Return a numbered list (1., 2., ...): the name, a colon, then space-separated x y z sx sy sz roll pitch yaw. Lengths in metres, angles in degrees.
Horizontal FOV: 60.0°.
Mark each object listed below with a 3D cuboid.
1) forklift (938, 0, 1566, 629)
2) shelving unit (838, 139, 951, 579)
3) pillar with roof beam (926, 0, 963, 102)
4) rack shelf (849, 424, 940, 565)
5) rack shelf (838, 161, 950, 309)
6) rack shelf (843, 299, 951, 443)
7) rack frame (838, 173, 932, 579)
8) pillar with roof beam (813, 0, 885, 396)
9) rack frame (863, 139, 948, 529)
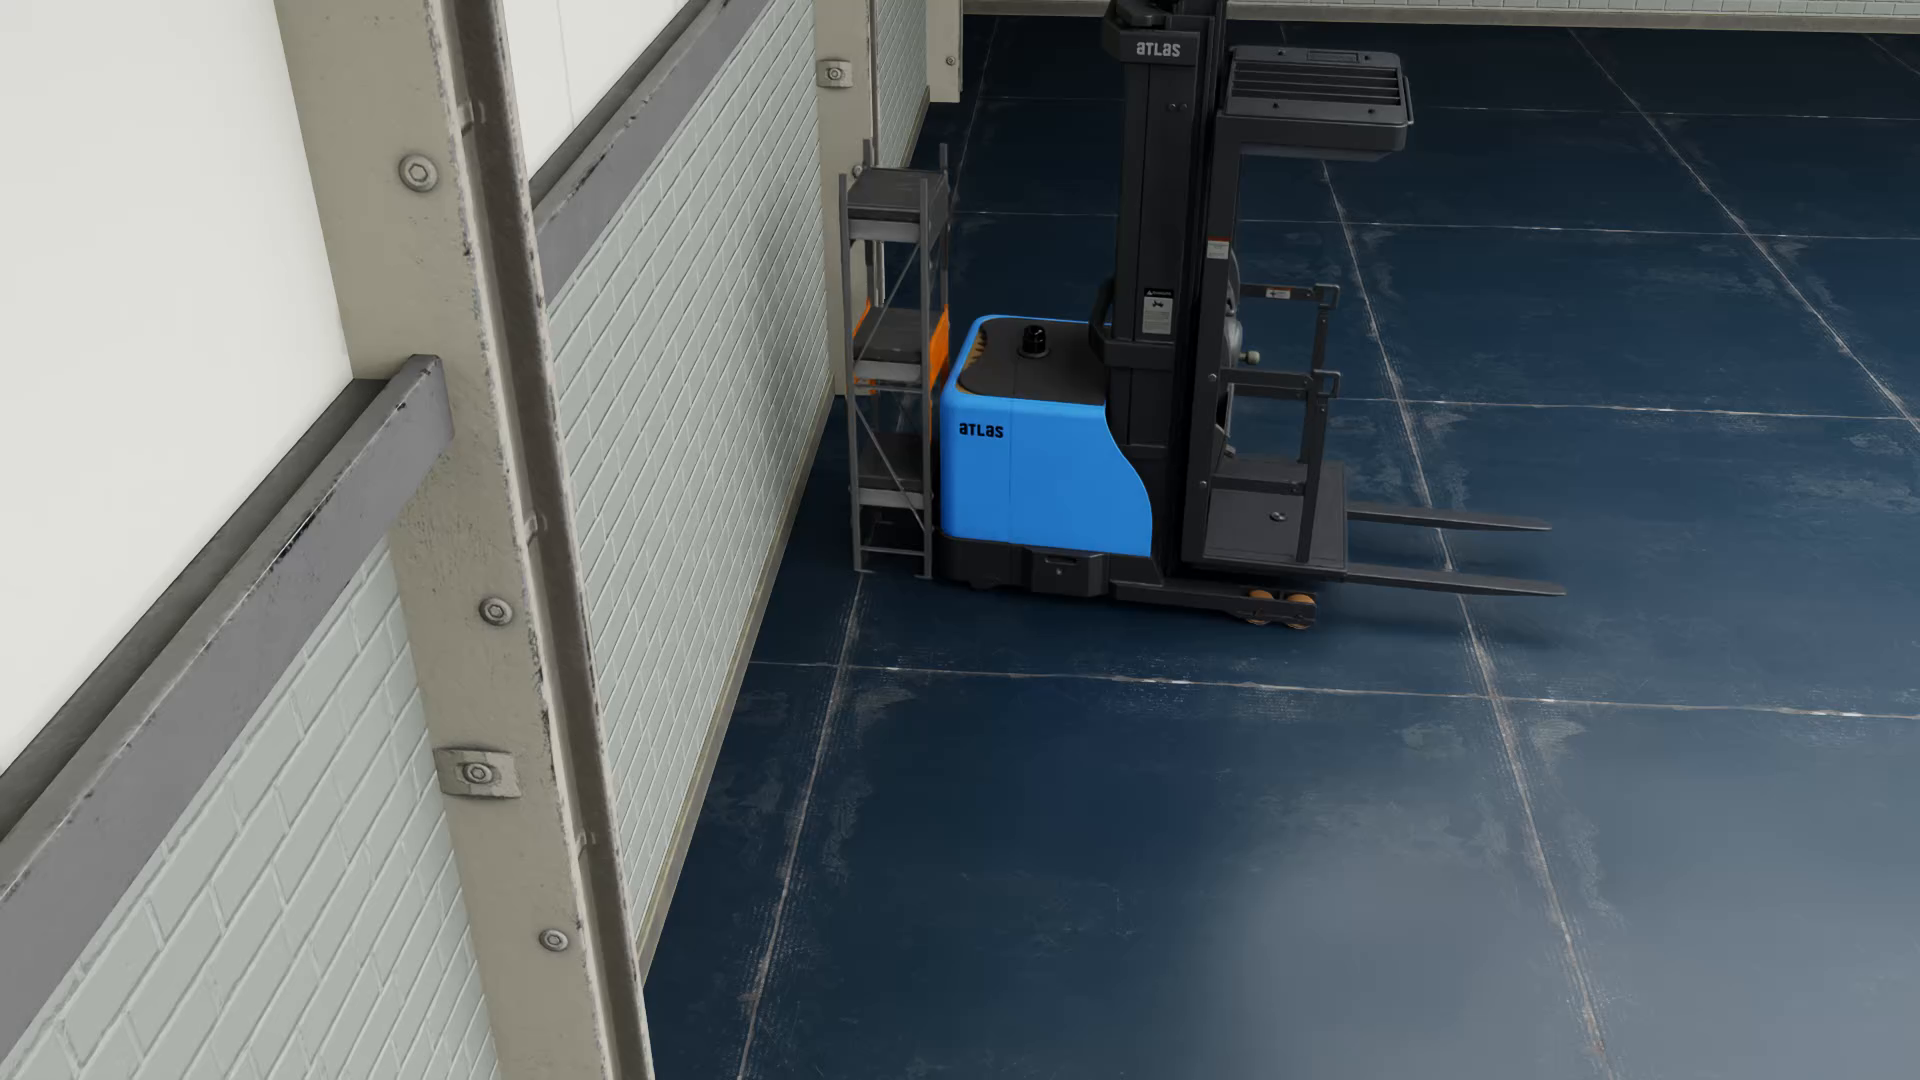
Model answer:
1. forklift: 1.459 -1.121 7.775 3.031 2.935 1.130 6 32 9
2. shelving unit: -0.300 -0.842 8.116 0.431 2.100 0.503 5 32 8
3. pillar with roof beam: 4.146 -7.776 12.790 9.100 9.000 0.400 2 32 4
4. rack shelf: -0.300 -0.235 8.490 0.431 0.518 0.480 5 32 8
5. rack shelf: -0.300 -1.427 7.756 0.431 0.518 0.480 5 32 8
6. rack shelf: -0.300 -0.831 8.123 0.431 0.518 0.480 5 32 8
7. rack frame: -0.342 -0.716 7.911 0.400 2.100 0.015 5 32 8
8. pillar with roof beam: 3.658 -4.638 7.699 9.100 9.000 0.400 2 32 4
9. rack frame: -0.258 -0.969 8.320 0.400 2.100 0.015 5 32 8
